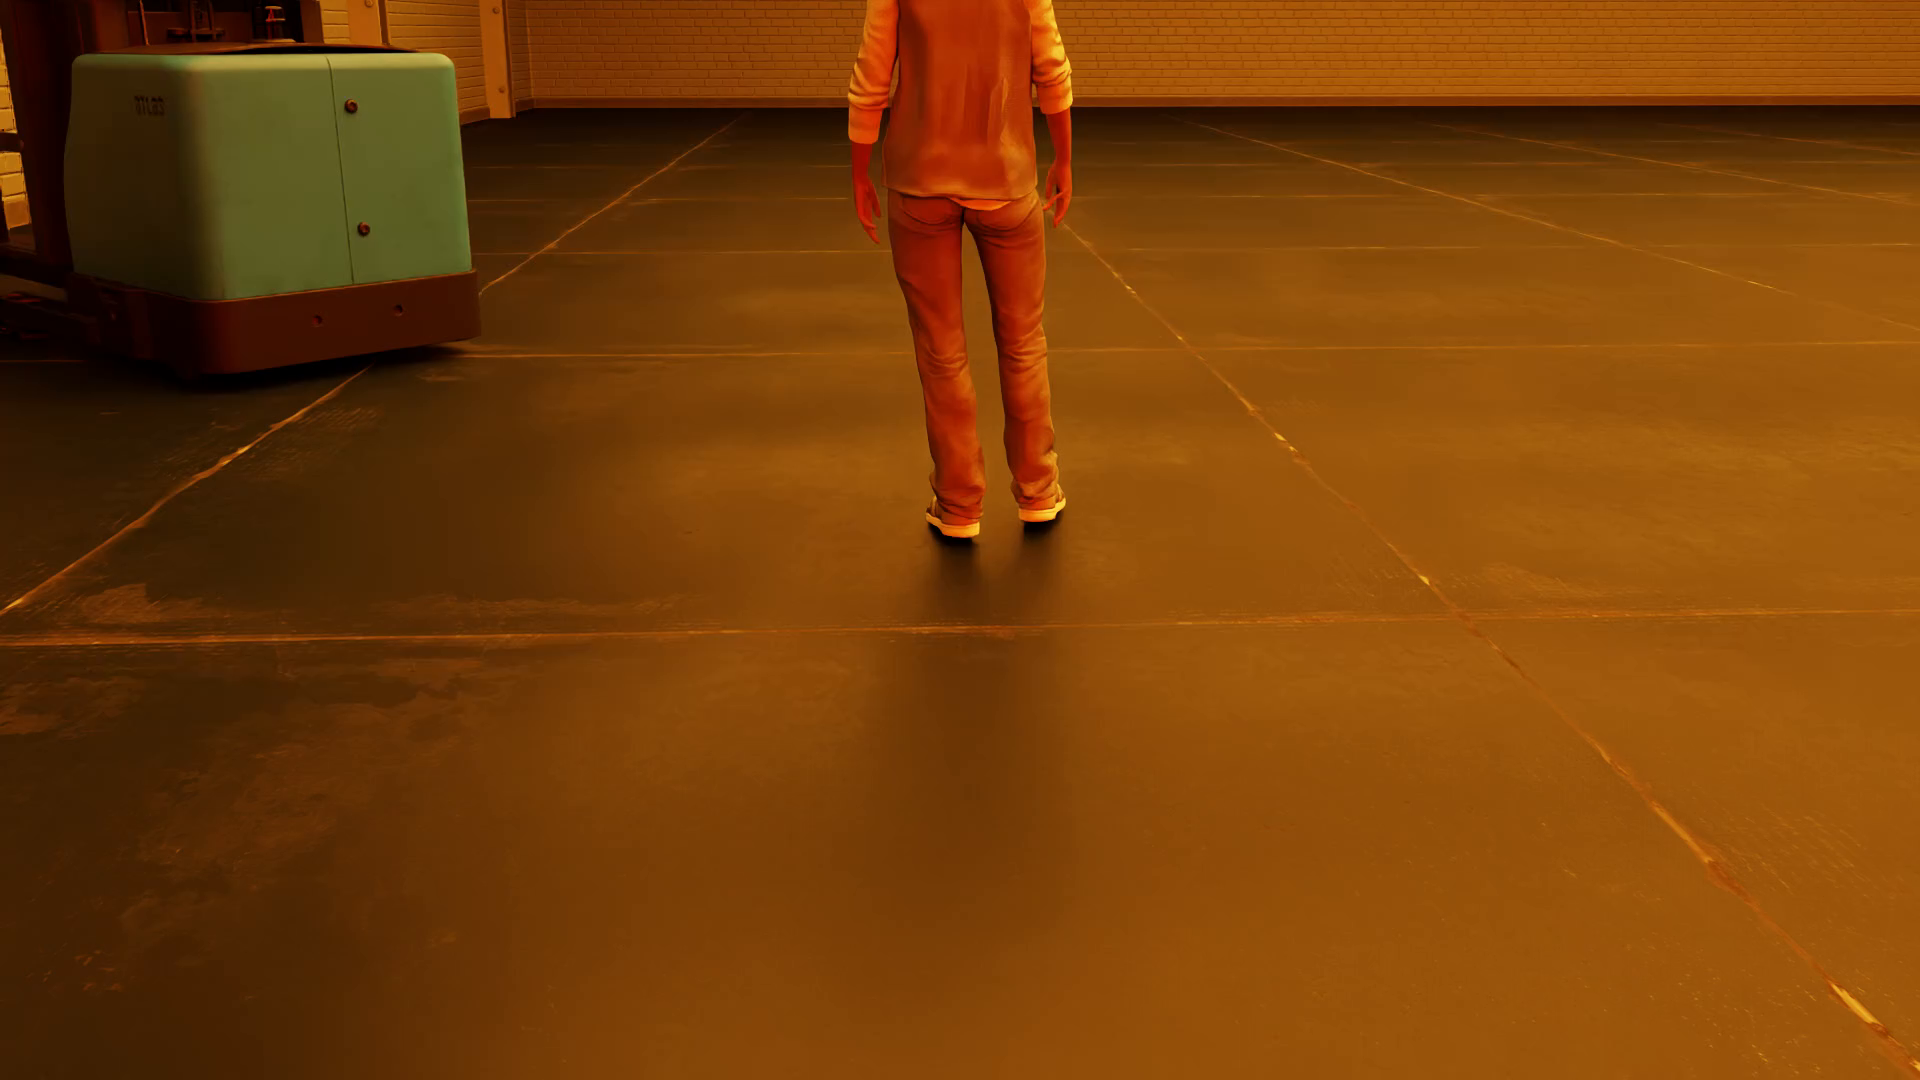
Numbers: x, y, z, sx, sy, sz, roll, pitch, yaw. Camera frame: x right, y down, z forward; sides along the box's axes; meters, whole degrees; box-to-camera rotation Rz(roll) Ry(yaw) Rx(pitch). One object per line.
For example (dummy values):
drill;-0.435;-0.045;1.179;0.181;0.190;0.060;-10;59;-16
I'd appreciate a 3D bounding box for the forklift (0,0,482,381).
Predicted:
forklift;-3.202;-2.272;6.334;3.031;2.935;1.130;15;22;40

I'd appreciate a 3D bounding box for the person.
person;0.010;-0.786;3.756;0.520;1.585;0.473;-1;17;-3
